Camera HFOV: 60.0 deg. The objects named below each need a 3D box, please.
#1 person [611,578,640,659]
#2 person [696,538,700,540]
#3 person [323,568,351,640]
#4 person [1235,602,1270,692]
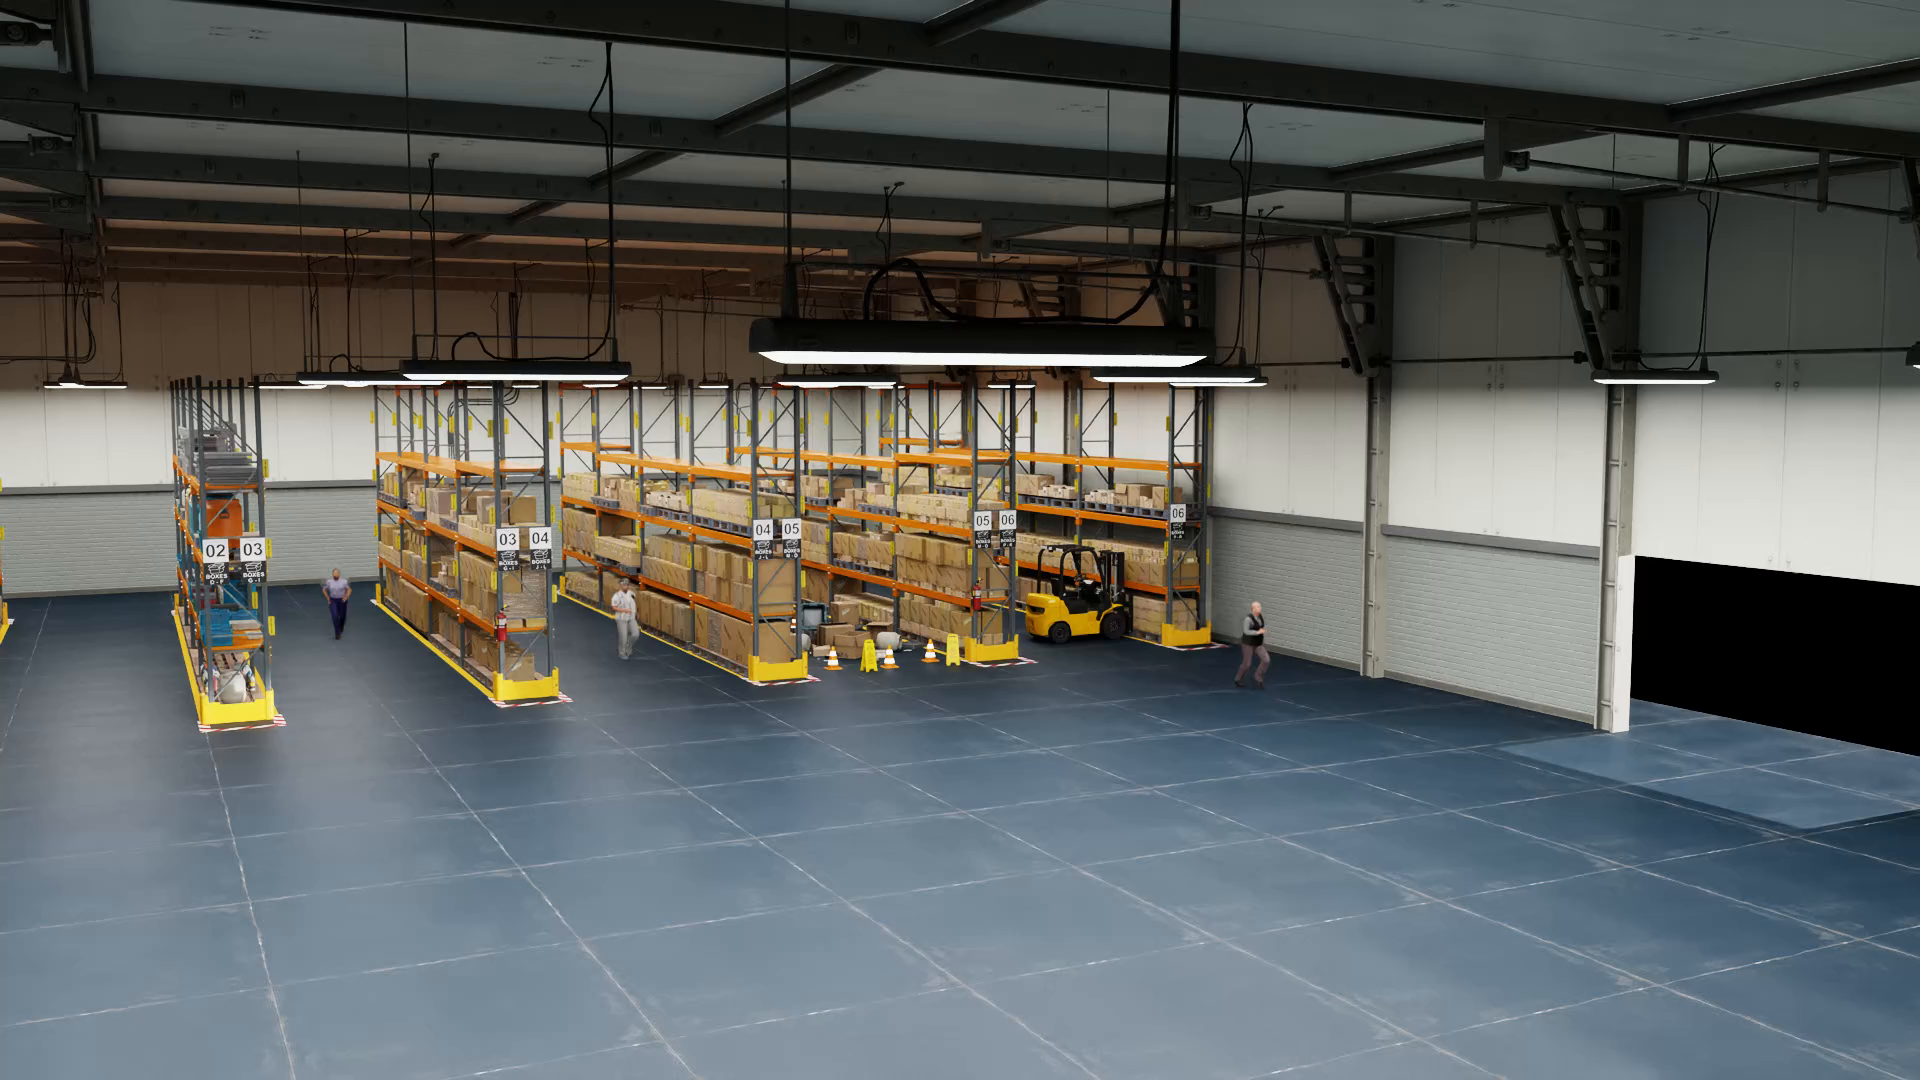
[{"bbox_3d":[-7.127,1.683,35.637,0.651,1.738,0.607,-4,6,-38],"label":"person"},{"bbox_3d":[-7.126,0.849,45.005,0.667,1.795,1.139,-3,6,-31],"label":"person"},{"bbox_3d":[-14.539,1.471,38.829,0.618,1.629,0.742,-2,6,-25],"label":"person"},{"bbox_3d":[5.602,2.041,31.860,0.679,1.739,0.829,-4,7,-40],"label":"person"}]
